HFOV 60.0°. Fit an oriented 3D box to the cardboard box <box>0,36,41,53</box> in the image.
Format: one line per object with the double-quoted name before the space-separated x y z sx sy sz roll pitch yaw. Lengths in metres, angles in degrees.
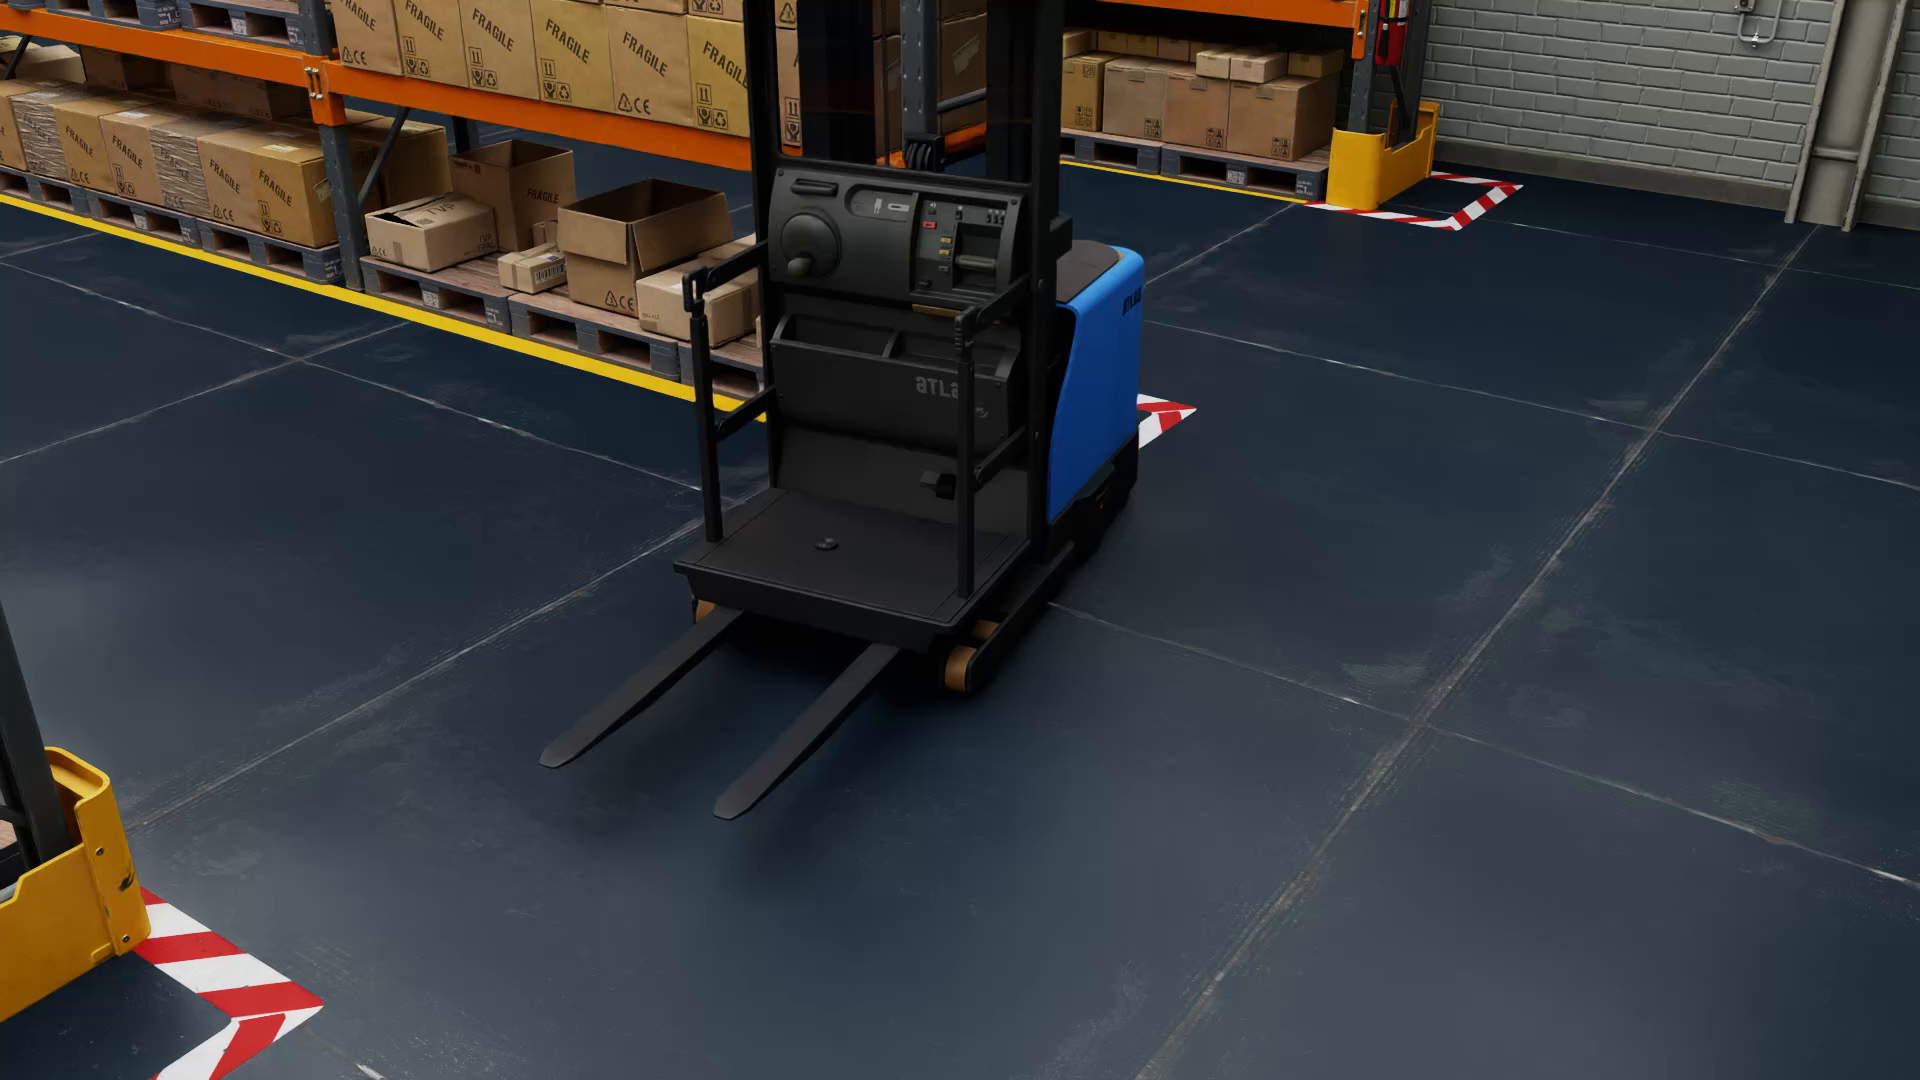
"cardboard box" -7.207 -3.570 12.408 0.500 0.311 0.500 16 31 29

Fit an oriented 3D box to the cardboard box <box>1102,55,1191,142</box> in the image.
"cardboard box" 1.431 -3.254 12.130 0.500 0.500 0.700 16 31 29

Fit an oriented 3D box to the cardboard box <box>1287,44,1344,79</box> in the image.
"cardboard box" 2.475 -3.328 11.561 0.250 0.149 0.380 18 32 31

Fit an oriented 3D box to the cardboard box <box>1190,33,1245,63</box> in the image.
"cardboard box" 1.851 -3.522 11.942 0.250 0.149 0.380 18 32 31

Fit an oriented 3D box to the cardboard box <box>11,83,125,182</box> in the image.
"cardboard box" -5.855 -2.708 11.036 0.500 0.500 0.500 16 31 29

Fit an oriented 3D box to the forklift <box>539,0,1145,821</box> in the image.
"forklift" -0.320 -1.003 5.489 1.130 2.935 3.031 12 29 22

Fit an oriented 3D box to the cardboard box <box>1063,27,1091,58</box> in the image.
"cardboard box" 0.763 -3.650 12.193 0.250 0.149 0.380 16 31 29

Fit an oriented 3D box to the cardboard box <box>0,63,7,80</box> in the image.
"cardboard box" -7.075 -3.236 11.753 0.500 0.311 0.500 18 32 32

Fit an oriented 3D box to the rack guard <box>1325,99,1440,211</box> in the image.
"rack guard" 2.912 -2.661 11.427 0.348 0.500 1.175 17 32 30

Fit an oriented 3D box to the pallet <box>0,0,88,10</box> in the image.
"pallet" -5.905 -3.749 11.021 1.003 0.211 1.213 17 32 30

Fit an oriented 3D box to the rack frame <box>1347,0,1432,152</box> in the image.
"rack frame" 2.892 -3.781 10.872 0.127 3.000 1.000 17 32 30

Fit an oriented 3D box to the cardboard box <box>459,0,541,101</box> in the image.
"cardboard box" -2.106 -2.507 8.260 0.500 0.500 0.500 17 32 30

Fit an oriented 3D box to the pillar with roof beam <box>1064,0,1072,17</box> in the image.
"pillar with roof beam" -1.776 -6.016 8.650 0.400 9.000 9.100 17 32 30

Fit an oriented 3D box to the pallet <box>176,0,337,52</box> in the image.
"pallet" -3.803 -3.116 9.777 1.213 0.211 1.003 17 32 30

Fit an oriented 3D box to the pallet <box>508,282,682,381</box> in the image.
"pallet" -1.631 -1.223 8.920 1.213 0.211 1.003 17 32 30

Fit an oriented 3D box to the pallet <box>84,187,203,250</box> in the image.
"pallet" -4.908 -2.220 10.880 1.213 0.211 1.003 17 32 30

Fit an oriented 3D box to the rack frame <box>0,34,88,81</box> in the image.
"rack frame" -6.504 -3.982 11.268 0.127 3.000 1.000 17 32 30

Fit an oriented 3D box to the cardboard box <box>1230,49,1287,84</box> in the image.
"cardboard box" 2.050 -3.250 11.408 0.250 0.149 0.380 17 31 30

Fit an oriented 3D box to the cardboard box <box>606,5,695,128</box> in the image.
"cardboard box" -1.270 -2.248 7.750 0.500 0.500 0.500 18 32 31

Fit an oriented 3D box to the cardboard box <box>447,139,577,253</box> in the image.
"cardboard box" -2.576 -1.997 9.638 0.500 0.500 0.500 17 32 30

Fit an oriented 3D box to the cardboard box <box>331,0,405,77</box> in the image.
"cardboard box" -2.941 -2.767 8.770 0.500 0.500 0.500 18 32 32

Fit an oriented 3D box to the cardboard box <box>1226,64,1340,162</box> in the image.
"cardboard box" 2.259 -2.996 11.624 0.500 0.500 0.700 17 32 30

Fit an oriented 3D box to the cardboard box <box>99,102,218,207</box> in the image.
"cardboard box" -5.012 -2.446 10.519 0.500 0.500 0.500 16 31 29

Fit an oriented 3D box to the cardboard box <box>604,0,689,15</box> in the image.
"cardboard box" -1.279 -2.691 7.517 0.500 0.500 0.500 18 32 32

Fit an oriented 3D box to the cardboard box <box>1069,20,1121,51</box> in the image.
"cardboard box" 1.007 -3.784 12.457 0.250 0.149 0.380 18 32 31

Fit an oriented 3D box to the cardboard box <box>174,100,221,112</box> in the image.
"cardboard box" -4.737 -2.647 10.914 0.500 0.500 0.500 16 31 28

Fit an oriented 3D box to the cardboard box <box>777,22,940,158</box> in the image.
"cardboard box" -0.433 -1.986 7.235 0.500 0.500 0.500 18 32 32

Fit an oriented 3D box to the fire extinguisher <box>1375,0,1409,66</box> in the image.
"fire extinguisher" 2.755 -3.369 10.559 0.183 0.674 0.296 17 32 30

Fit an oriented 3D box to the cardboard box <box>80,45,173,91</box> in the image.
"cardboard box" -5.551 -3.233 11.240 0.500 0.250 0.500 19 32 32

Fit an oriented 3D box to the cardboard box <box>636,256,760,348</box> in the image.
"cardboard box" -1.263 -1.201 8.350 0.500 0.250 0.500 17 32 30

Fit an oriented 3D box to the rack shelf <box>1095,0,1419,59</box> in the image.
"rack shelf" 1.244 -3.974 12.045 4.000 0.370 1.077 17 32 30

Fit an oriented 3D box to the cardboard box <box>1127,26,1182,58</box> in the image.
"cardboard box" 1.429 -3.653 12.199 0.250 0.149 0.380 18 32 31

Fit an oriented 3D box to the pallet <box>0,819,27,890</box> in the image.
"pallet" -3.375 0.939 4.671 1.213 0.211 1.003 17 32 30

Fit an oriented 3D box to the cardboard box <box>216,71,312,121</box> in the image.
"cardboard box" -4.292 -2.844 10.475 0.500 0.250 0.500 17 32 30

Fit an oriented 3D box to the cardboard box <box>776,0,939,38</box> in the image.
"cardboard box" -0.432 -2.430 7.005 0.500 0.500 0.500 17 32 30

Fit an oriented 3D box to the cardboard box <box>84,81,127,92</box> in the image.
"cardboard box" -5.600 -2.912 11.436 0.500 0.500 0.500 19 32 32

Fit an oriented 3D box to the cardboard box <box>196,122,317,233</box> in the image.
"cardboard box" -4.178 -2.187 10.011 0.500 0.500 0.500 17 32 30

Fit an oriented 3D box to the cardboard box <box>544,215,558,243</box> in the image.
"cardboard box" -1.958 -1.720 9.302 0.500 0.311 0.500 17 32 30

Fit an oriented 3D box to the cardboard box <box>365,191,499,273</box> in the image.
"cardboard box" -2.983 -1.764 9.389 0.500 0.311 0.500 17 32 30

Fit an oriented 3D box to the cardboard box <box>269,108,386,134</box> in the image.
"cardboard box" -3.913 -2.385 10.401 0.500 0.500 0.500 18 32 31

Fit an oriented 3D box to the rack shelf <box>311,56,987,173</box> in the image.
"rack shelf" -1.558 -2.121 8.404 4.000 0.370 1.077 17 32 30

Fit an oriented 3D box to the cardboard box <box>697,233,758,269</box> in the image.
"cardboard box" -1.021 -1.401 8.743 0.500 0.250 0.500 17 32 30

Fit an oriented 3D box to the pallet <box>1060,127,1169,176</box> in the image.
"pallet" 1.187 -3.028 12.467 1.213 0.211 1.003 17 32 30
